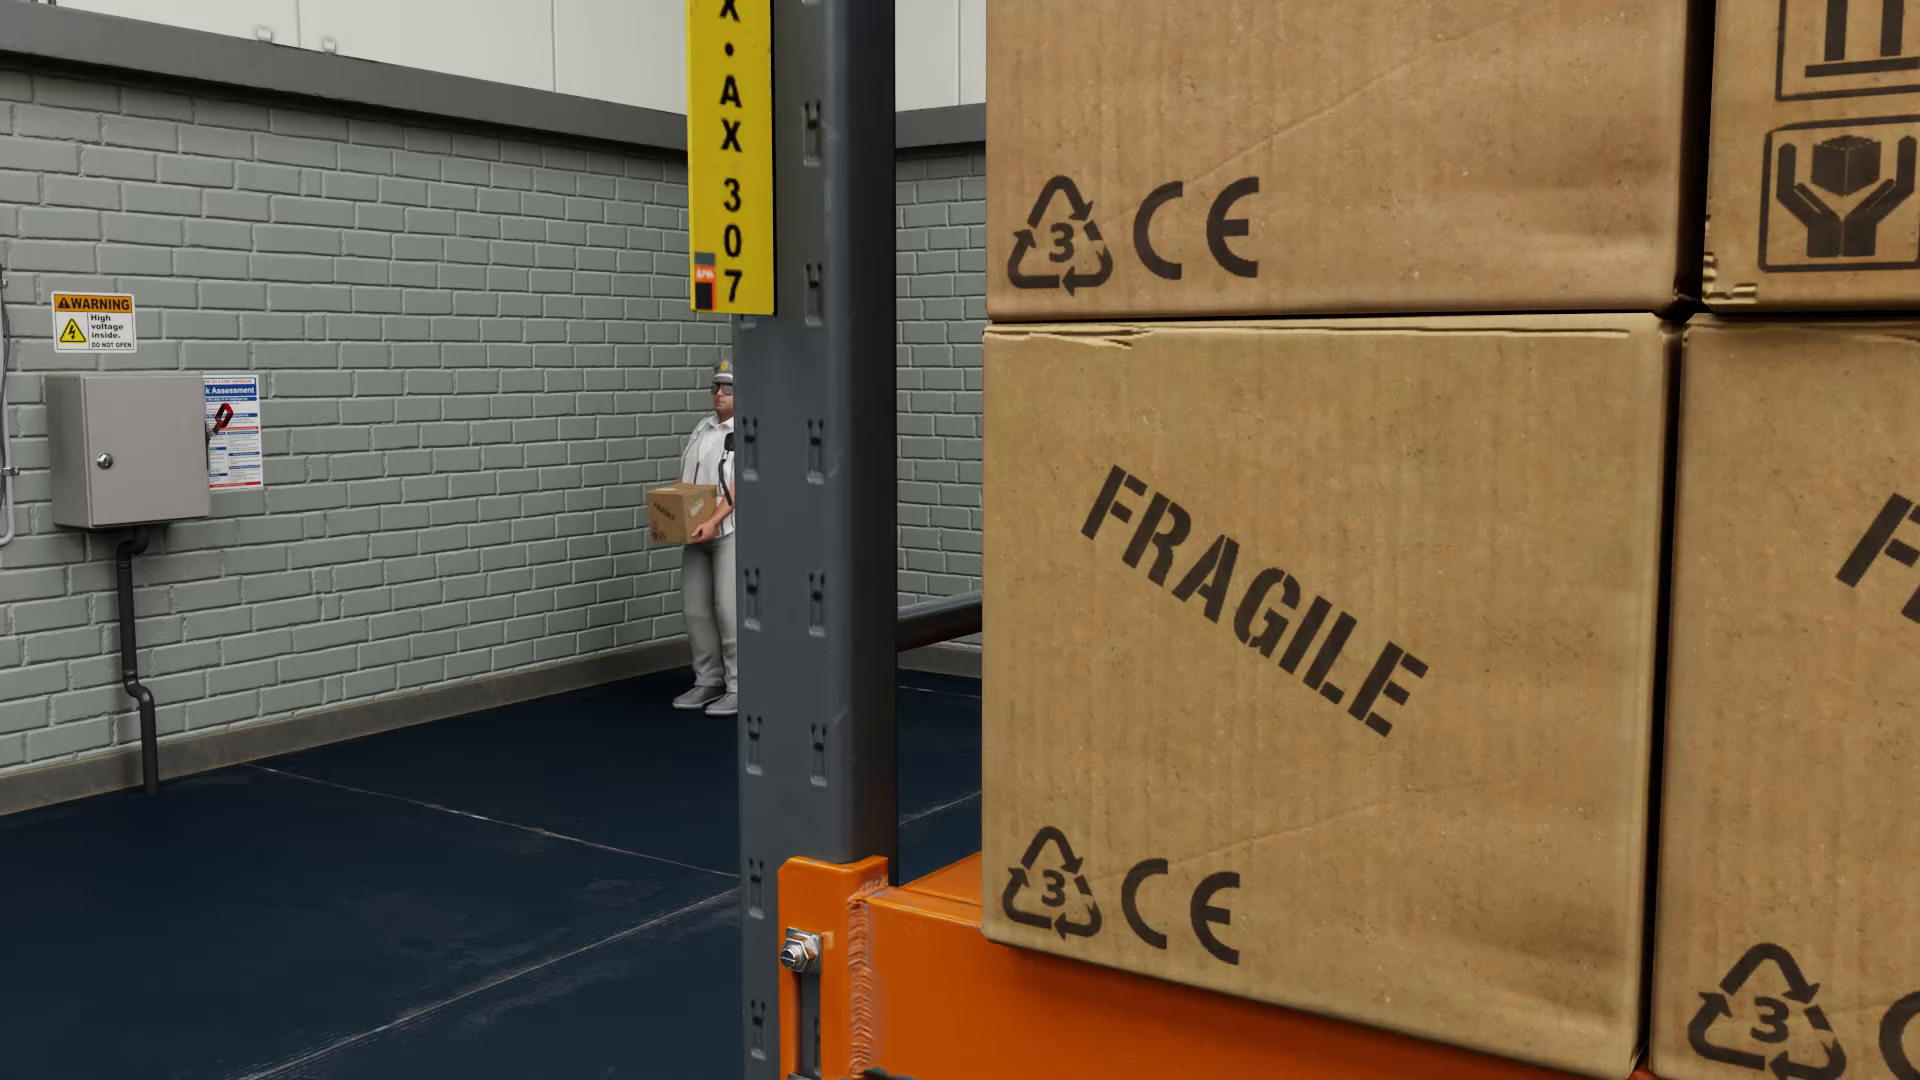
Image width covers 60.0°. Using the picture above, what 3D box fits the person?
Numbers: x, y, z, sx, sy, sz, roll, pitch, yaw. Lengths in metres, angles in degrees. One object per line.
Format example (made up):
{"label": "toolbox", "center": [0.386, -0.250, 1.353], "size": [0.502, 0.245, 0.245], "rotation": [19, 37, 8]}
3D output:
{"label": "person", "center": [-1.230, -0.019, 8.329], "size": [0.493, 1.767, 0.566], "rotation": [4, 8, 34]}
